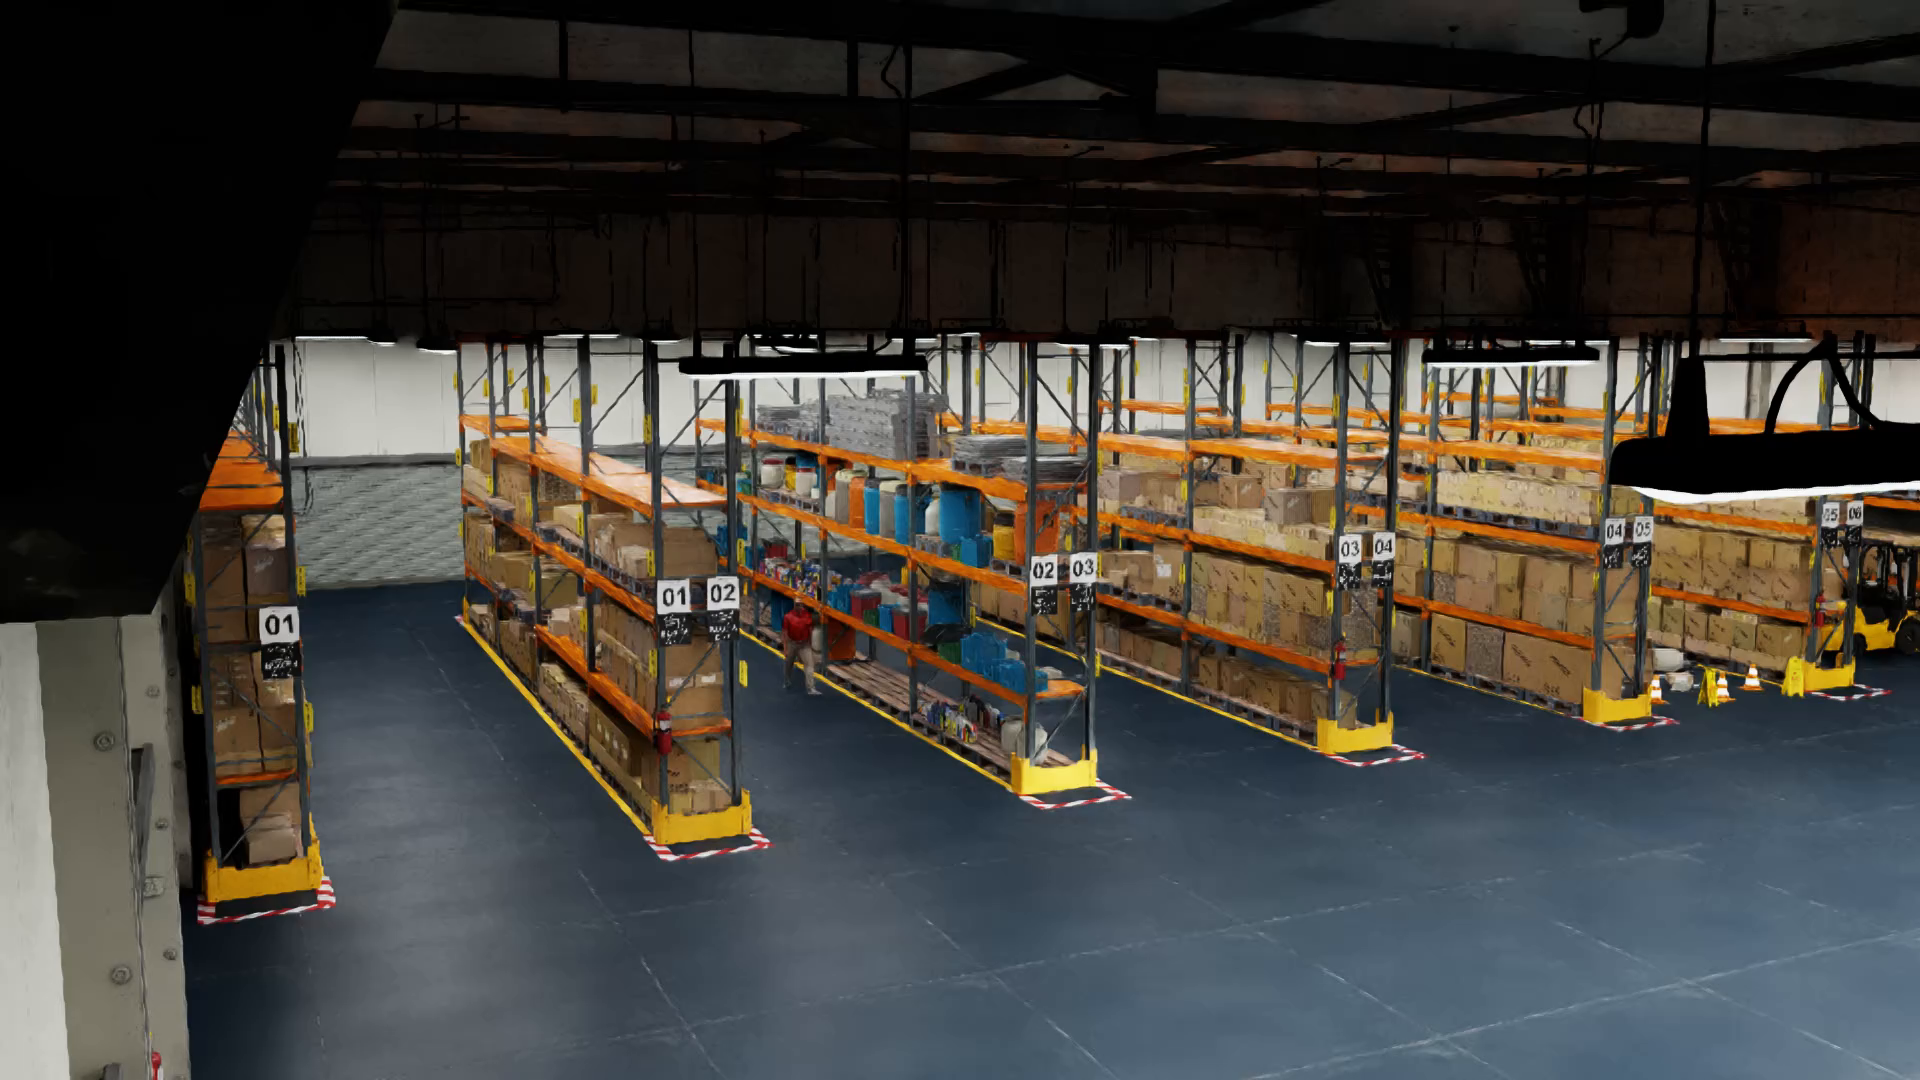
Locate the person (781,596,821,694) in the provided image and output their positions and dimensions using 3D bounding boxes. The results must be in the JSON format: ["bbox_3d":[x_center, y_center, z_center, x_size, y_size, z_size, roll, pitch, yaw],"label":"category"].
[{"bbox_3d":[-2.726,1.744,27.919,0.542,1.645,1.126,-3,8,-22],"label":"person"}]
